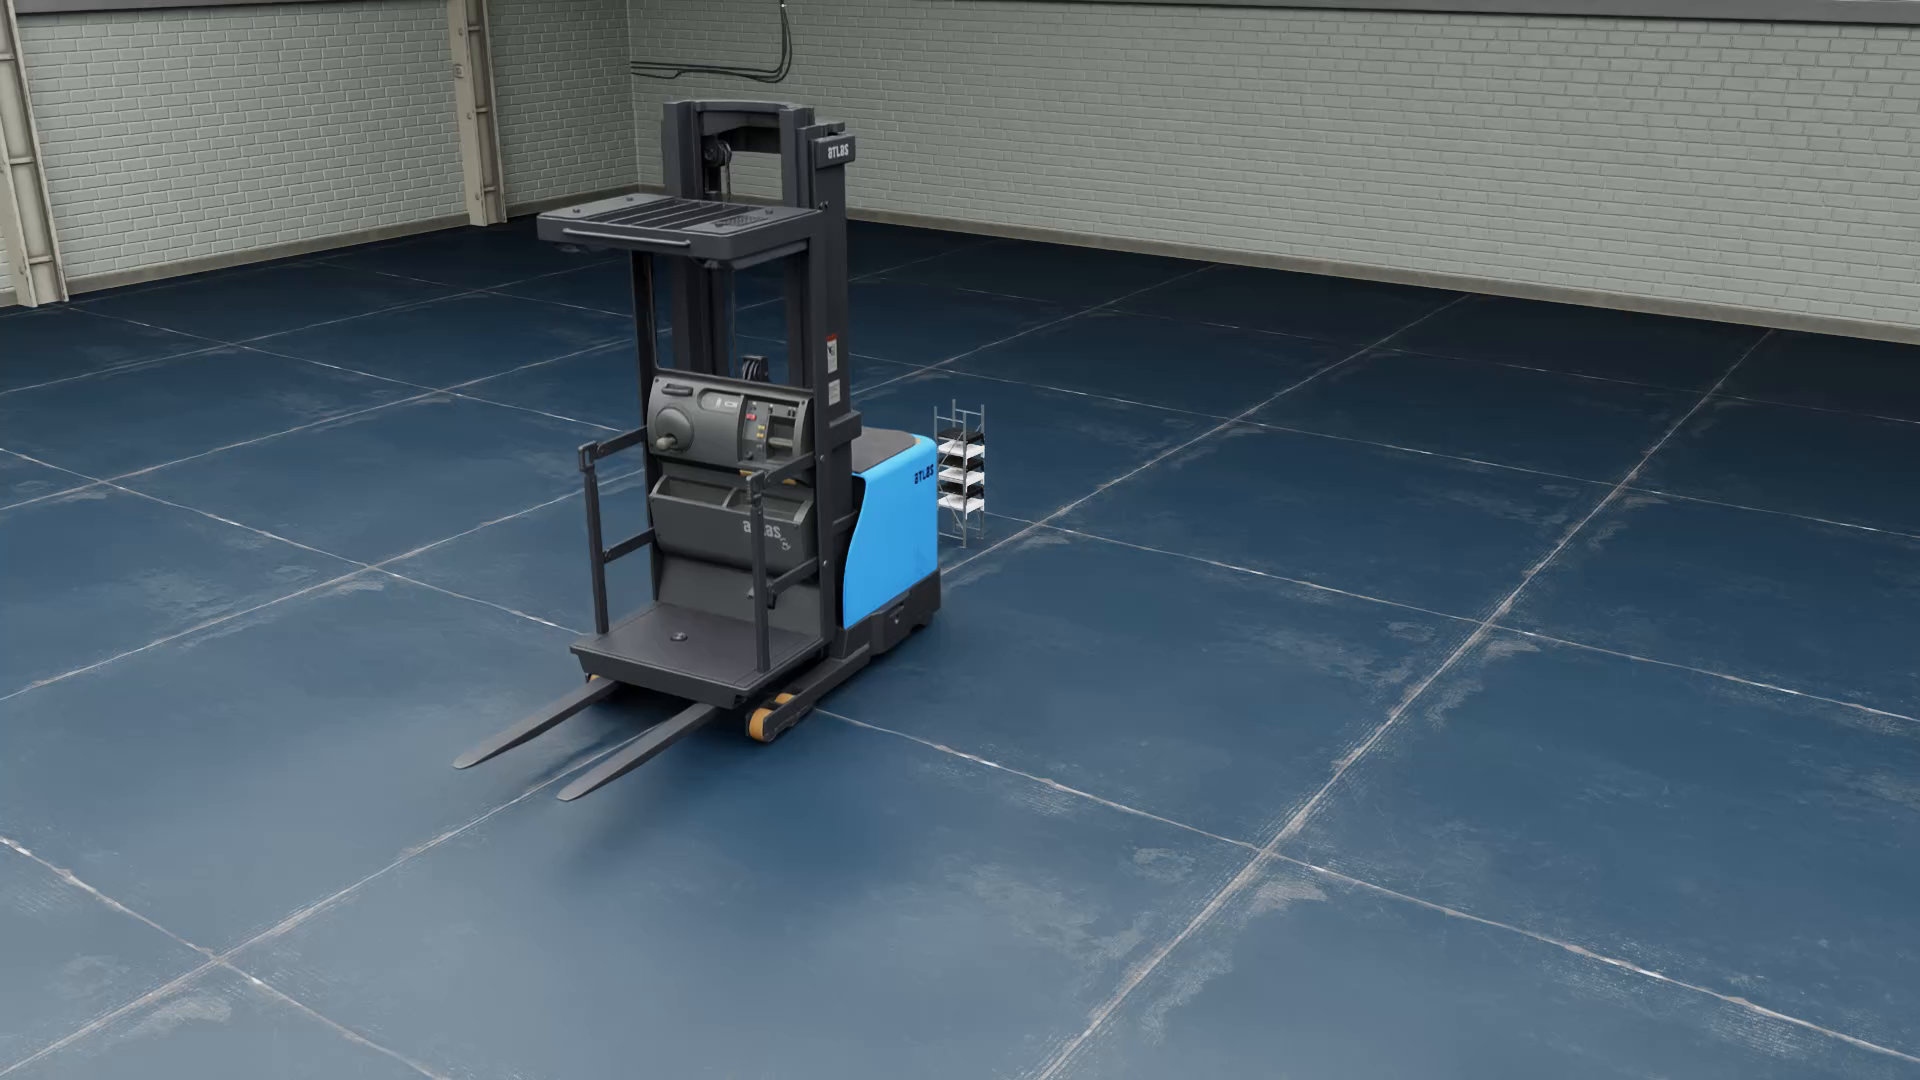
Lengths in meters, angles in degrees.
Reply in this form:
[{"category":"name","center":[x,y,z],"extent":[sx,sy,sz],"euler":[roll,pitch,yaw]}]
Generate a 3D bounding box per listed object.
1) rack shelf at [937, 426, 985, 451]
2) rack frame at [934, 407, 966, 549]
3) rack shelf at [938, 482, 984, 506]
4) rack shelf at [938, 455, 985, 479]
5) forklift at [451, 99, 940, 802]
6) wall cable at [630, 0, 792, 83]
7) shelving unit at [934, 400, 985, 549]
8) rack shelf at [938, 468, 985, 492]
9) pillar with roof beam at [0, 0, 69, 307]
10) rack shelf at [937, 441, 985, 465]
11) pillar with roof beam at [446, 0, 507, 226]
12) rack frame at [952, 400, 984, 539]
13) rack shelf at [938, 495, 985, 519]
[{"category":"rack shelf","center":[-0.005,-0.642,10.520],"extent":[0.258,0.077,0.200],"euler":[13,24,32]},{"category":"rack frame","center":[-0.062,-0.391,10.524],"extent":[0.240,0.900,0.006],"euler":[13,24,32]},{"category":"rack shelf","center":[-0.005,-0.304,10.645],"extent":[0.258,0.077,0.200],"euler":[13,24,32]},{"category":"rack shelf","center":[-0.005,-0.473,10.583],"extent":[0.258,0.077,0.200],"euler":[13,24,32]},{"category":"forklift","center":[-1.256,-0.566,8.071],"extent":[1.130,2.935,3.031],"euler":[11,23,26]},{"category":"wall cable","center":[-3.551,-7.583,22.769],"extent":[3.097,2.526,0.112],"euler":[13,24,32]},{"category":"shelving unit","center":[-0.005,-0.420,10.603],"extent":[0.258,0.900,0.210],"euler":[13,24,32]},{"category":"rack shelf","center":[-0.005,-0.388,10.614],"extent":[0.258,0.077,0.200],"euler":[13,24,32]},{"category":"pillar with roof beam","center":[-6.113,-5.891,13.719],"extent":[9.100,9.000,0.400],"euler":[13,24,32]},{"category":"rack shelf","center":[-0.005,-0.557,10.552],"extent":[0.258,0.077,0.200],"euler":[13,24,32]},{"category":"pillar with roof beam","center":[-2.740,-7.612,18.373],"extent":[9.100,9.000,0.400],"euler":[13,24,32]},{"category":"rack frame","center":[0.053,-0.449,10.681],"extent":[0.240,0.900,0.006],"euler":[13,24,32]},{"category":"rack shelf","center":[-0.005,-0.220,10.677],"extent":[0.258,0.077,0.200],"euler":[13,24,32]}]
